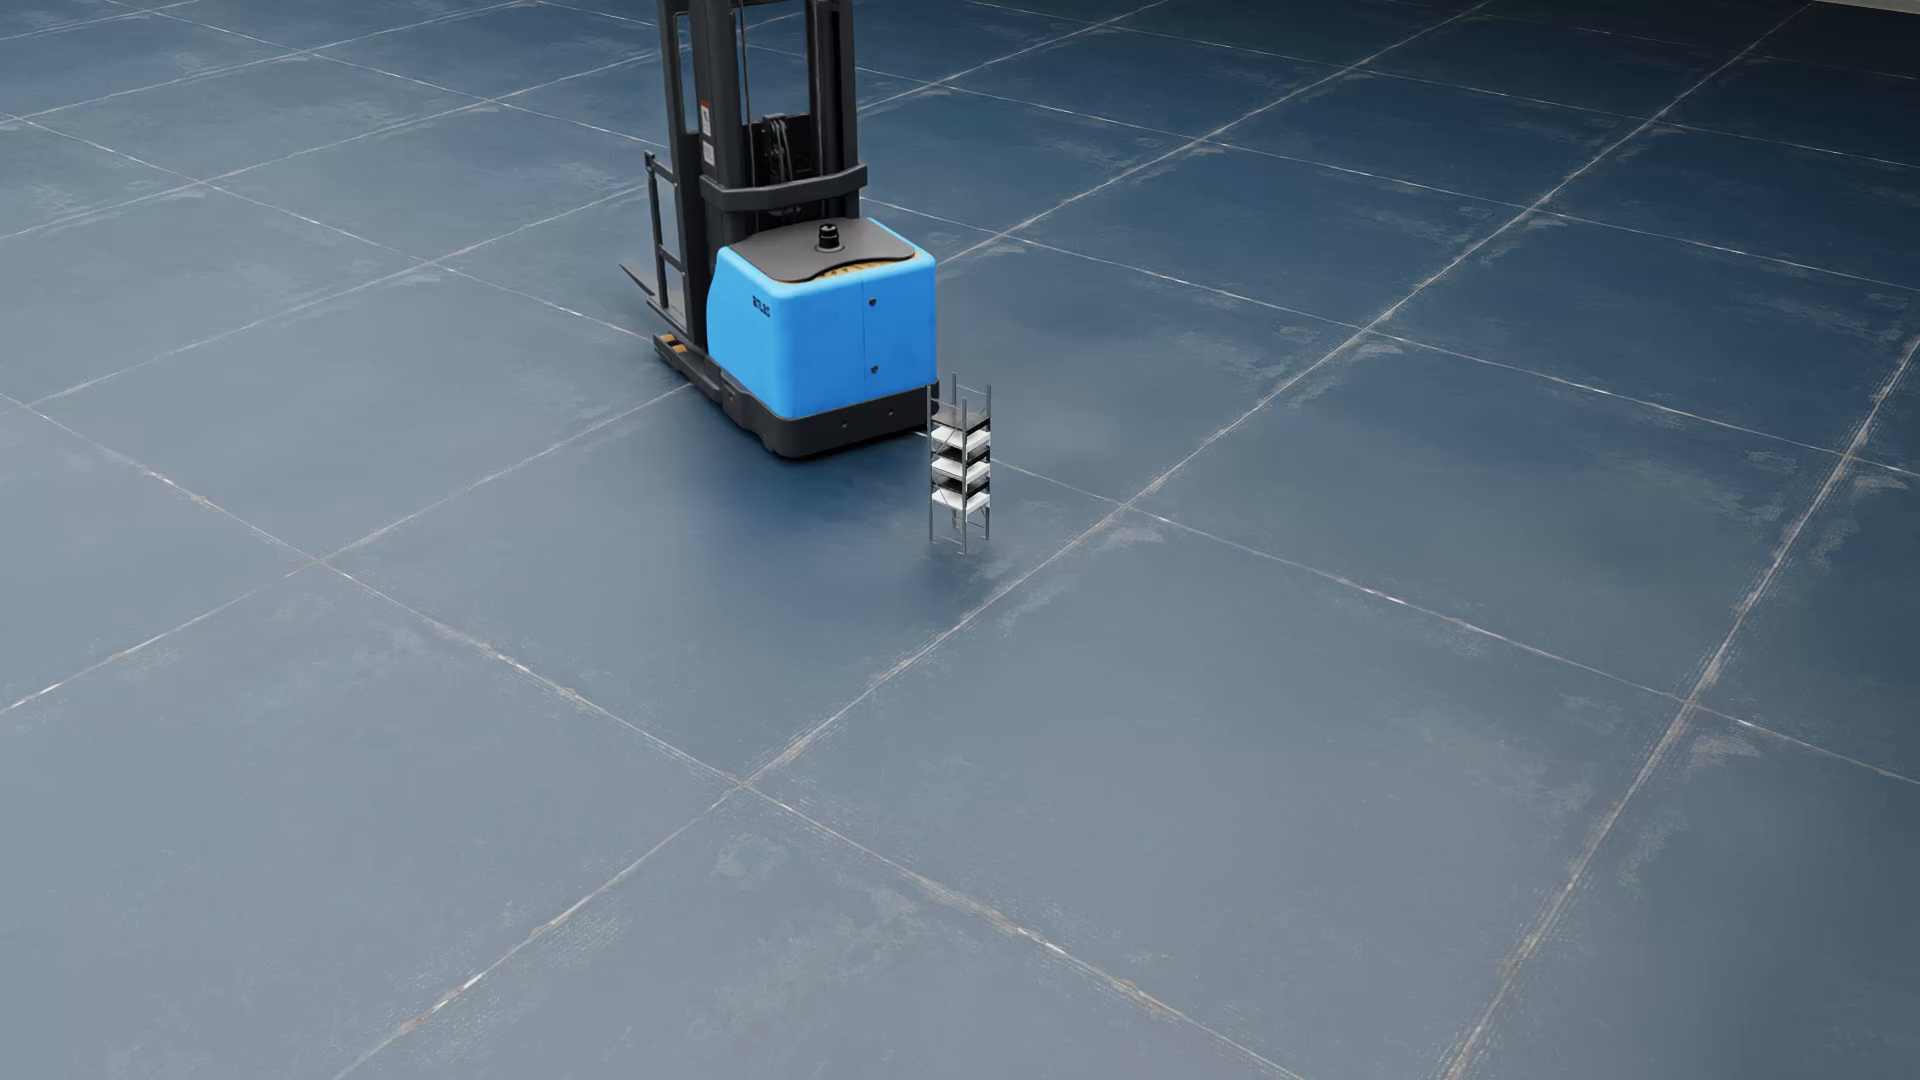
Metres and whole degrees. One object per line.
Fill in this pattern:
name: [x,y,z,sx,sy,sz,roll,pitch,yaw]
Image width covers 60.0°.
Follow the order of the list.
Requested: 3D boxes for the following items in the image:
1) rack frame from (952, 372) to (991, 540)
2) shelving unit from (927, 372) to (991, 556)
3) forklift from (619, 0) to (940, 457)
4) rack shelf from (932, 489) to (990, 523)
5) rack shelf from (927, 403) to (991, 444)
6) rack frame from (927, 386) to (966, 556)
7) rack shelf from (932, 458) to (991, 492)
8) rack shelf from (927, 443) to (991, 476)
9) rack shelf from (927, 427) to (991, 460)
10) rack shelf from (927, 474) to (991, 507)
rack frame: [0.056,-0.425,8.585,0.240,0.900,0.006,21,37,31]
shelving unit: [-0.005,-0.384,8.515,0.258,0.900,0.210,21,37,31]
forklift: [-1.311,-2.443,9.998,1.130,2.935,3.031,-17,35,-26]
rack shelf: [-0.005,-0.200,8.624,0.258,0.077,0.200,21,37,31]
rack shelf: [-0.005,-0.587,8.394,0.258,0.077,0.200,21,37,31]
rack frame: [-0.066,-0.342,8.445,0.240,0.900,0.006,21,37,31]
rack shelf: [-0.005,-0.355,8.532,0.258,0.077,0.200,21,37,31]
rack shelf: [-0.005,-0.433,8.486,0.258,0.077,0.200,21,37,31]
rack shelf: [-0.005,-0.510,8.440,0.258,0.077,0.200,21,37,31]
rack shelf: [-0.005,-0.278,8.578,0.258,0.077,0.200,21,37,31]
